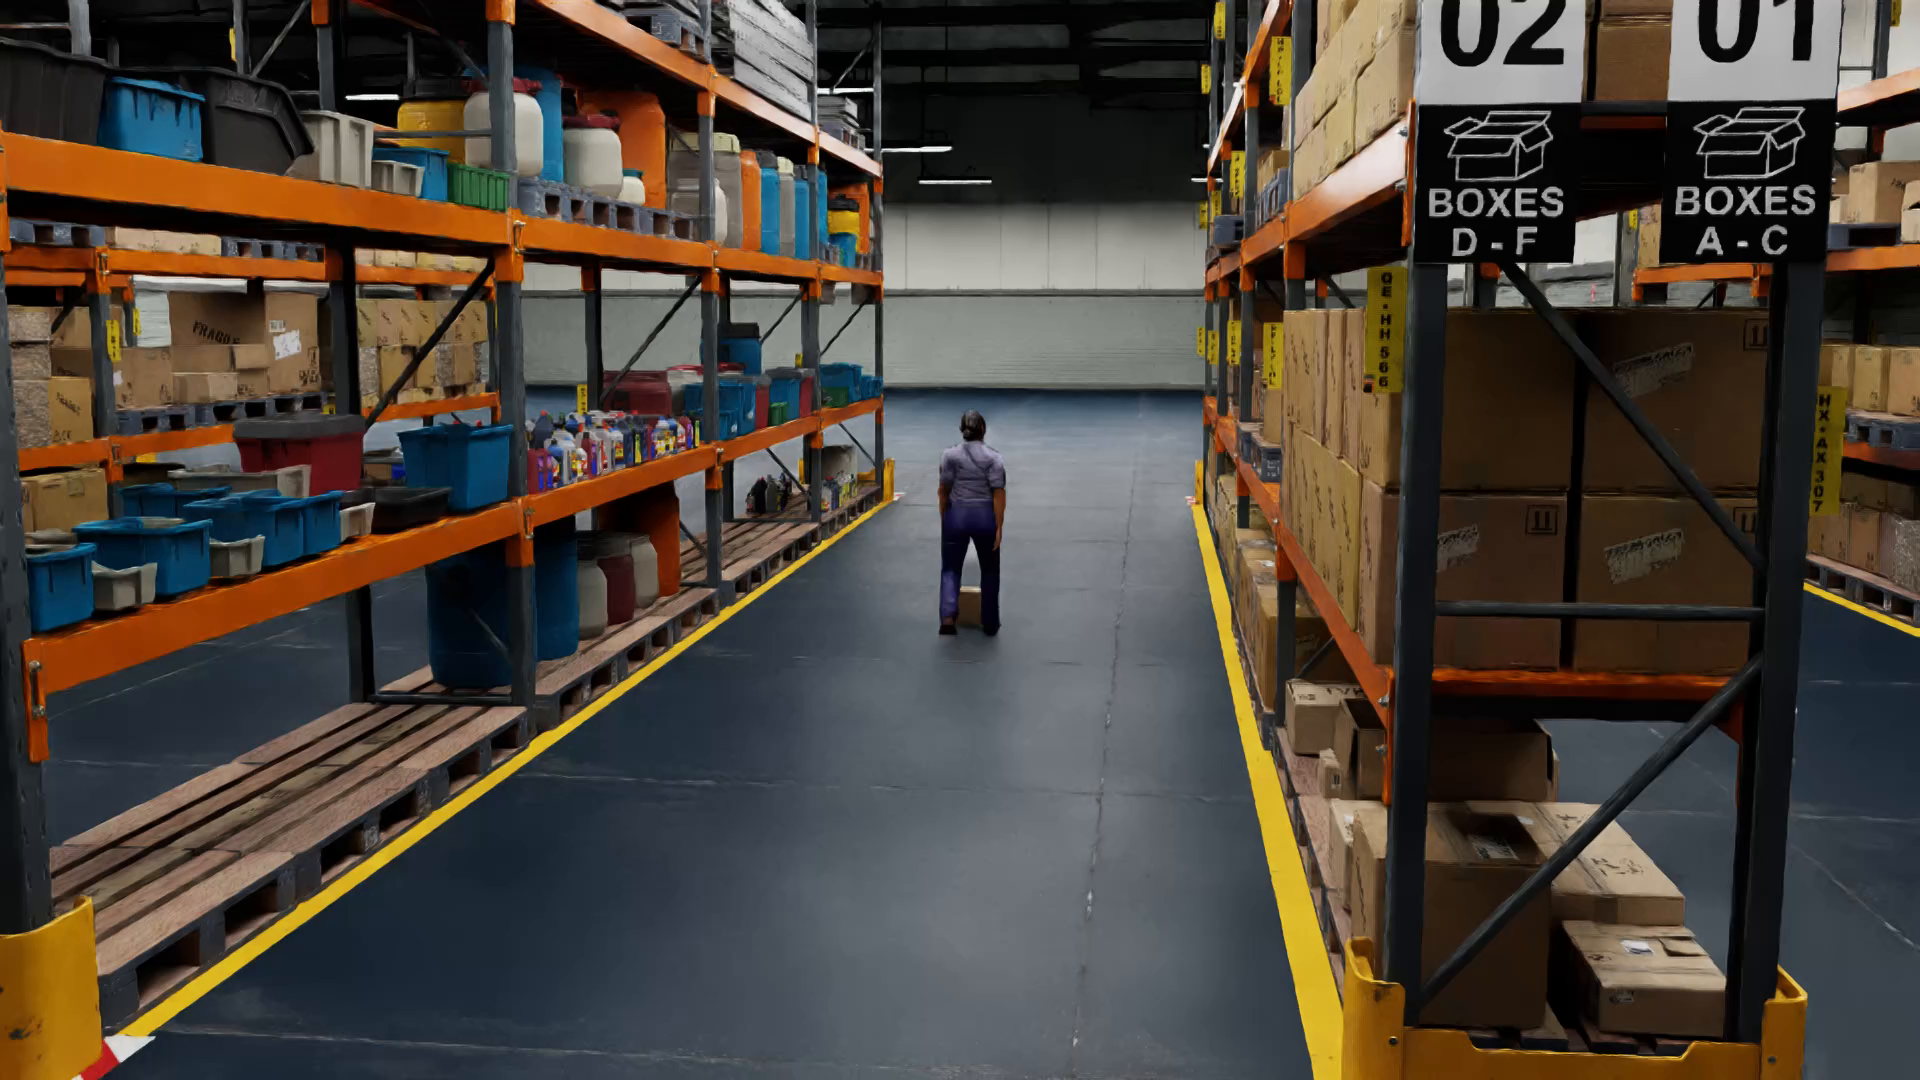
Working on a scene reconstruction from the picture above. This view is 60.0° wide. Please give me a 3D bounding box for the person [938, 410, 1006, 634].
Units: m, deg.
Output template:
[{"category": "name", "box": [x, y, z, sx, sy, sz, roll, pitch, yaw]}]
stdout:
[{"category": "person", "box": [0.087, -0.116, 11.685, 0.476, 1.613, 0.834, 0, 8, 3]}]
